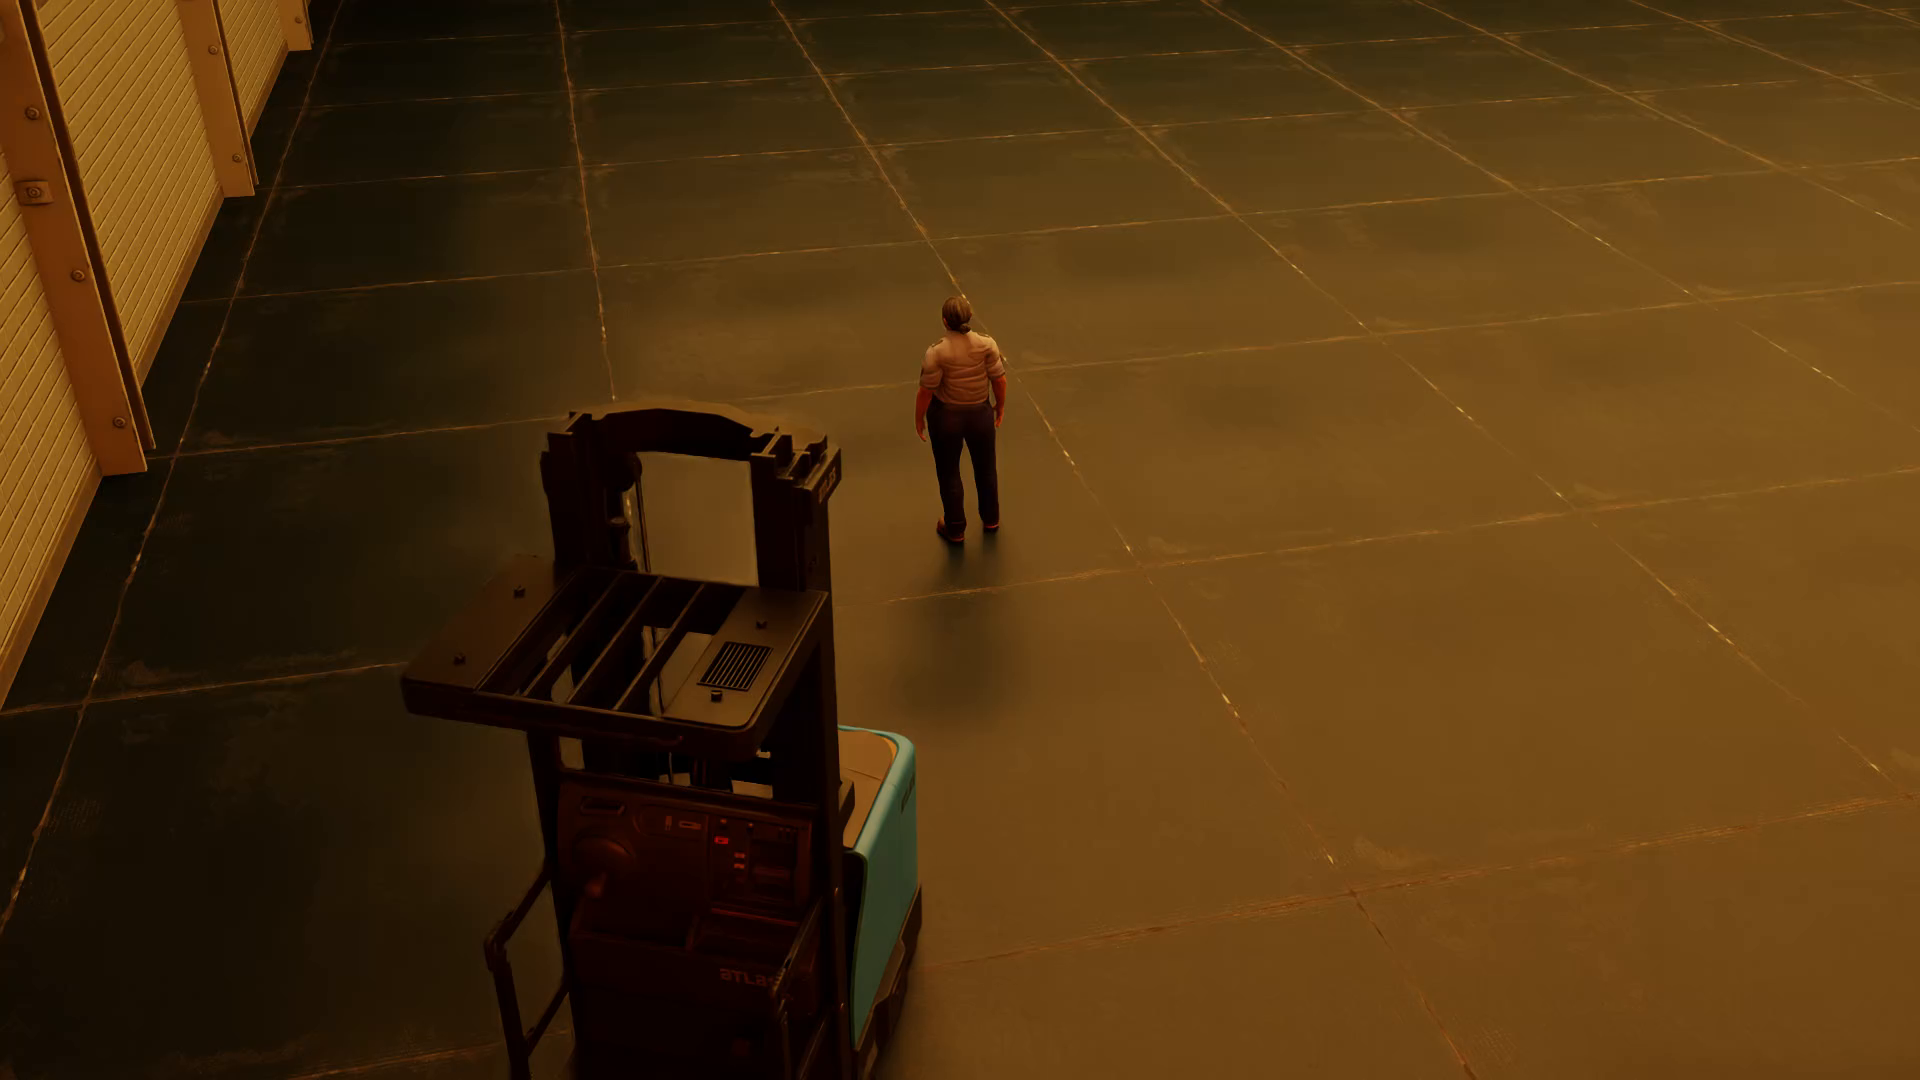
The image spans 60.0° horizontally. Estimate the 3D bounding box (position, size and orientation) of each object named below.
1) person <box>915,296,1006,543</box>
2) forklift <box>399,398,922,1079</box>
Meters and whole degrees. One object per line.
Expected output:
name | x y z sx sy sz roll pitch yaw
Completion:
person | 0.002 -0.762 10.166 0.598 1.643 0.502 -7 31 -12
forklift | -1.010 1.137 5.610 1.130 2.935 3.031 7 31 12
